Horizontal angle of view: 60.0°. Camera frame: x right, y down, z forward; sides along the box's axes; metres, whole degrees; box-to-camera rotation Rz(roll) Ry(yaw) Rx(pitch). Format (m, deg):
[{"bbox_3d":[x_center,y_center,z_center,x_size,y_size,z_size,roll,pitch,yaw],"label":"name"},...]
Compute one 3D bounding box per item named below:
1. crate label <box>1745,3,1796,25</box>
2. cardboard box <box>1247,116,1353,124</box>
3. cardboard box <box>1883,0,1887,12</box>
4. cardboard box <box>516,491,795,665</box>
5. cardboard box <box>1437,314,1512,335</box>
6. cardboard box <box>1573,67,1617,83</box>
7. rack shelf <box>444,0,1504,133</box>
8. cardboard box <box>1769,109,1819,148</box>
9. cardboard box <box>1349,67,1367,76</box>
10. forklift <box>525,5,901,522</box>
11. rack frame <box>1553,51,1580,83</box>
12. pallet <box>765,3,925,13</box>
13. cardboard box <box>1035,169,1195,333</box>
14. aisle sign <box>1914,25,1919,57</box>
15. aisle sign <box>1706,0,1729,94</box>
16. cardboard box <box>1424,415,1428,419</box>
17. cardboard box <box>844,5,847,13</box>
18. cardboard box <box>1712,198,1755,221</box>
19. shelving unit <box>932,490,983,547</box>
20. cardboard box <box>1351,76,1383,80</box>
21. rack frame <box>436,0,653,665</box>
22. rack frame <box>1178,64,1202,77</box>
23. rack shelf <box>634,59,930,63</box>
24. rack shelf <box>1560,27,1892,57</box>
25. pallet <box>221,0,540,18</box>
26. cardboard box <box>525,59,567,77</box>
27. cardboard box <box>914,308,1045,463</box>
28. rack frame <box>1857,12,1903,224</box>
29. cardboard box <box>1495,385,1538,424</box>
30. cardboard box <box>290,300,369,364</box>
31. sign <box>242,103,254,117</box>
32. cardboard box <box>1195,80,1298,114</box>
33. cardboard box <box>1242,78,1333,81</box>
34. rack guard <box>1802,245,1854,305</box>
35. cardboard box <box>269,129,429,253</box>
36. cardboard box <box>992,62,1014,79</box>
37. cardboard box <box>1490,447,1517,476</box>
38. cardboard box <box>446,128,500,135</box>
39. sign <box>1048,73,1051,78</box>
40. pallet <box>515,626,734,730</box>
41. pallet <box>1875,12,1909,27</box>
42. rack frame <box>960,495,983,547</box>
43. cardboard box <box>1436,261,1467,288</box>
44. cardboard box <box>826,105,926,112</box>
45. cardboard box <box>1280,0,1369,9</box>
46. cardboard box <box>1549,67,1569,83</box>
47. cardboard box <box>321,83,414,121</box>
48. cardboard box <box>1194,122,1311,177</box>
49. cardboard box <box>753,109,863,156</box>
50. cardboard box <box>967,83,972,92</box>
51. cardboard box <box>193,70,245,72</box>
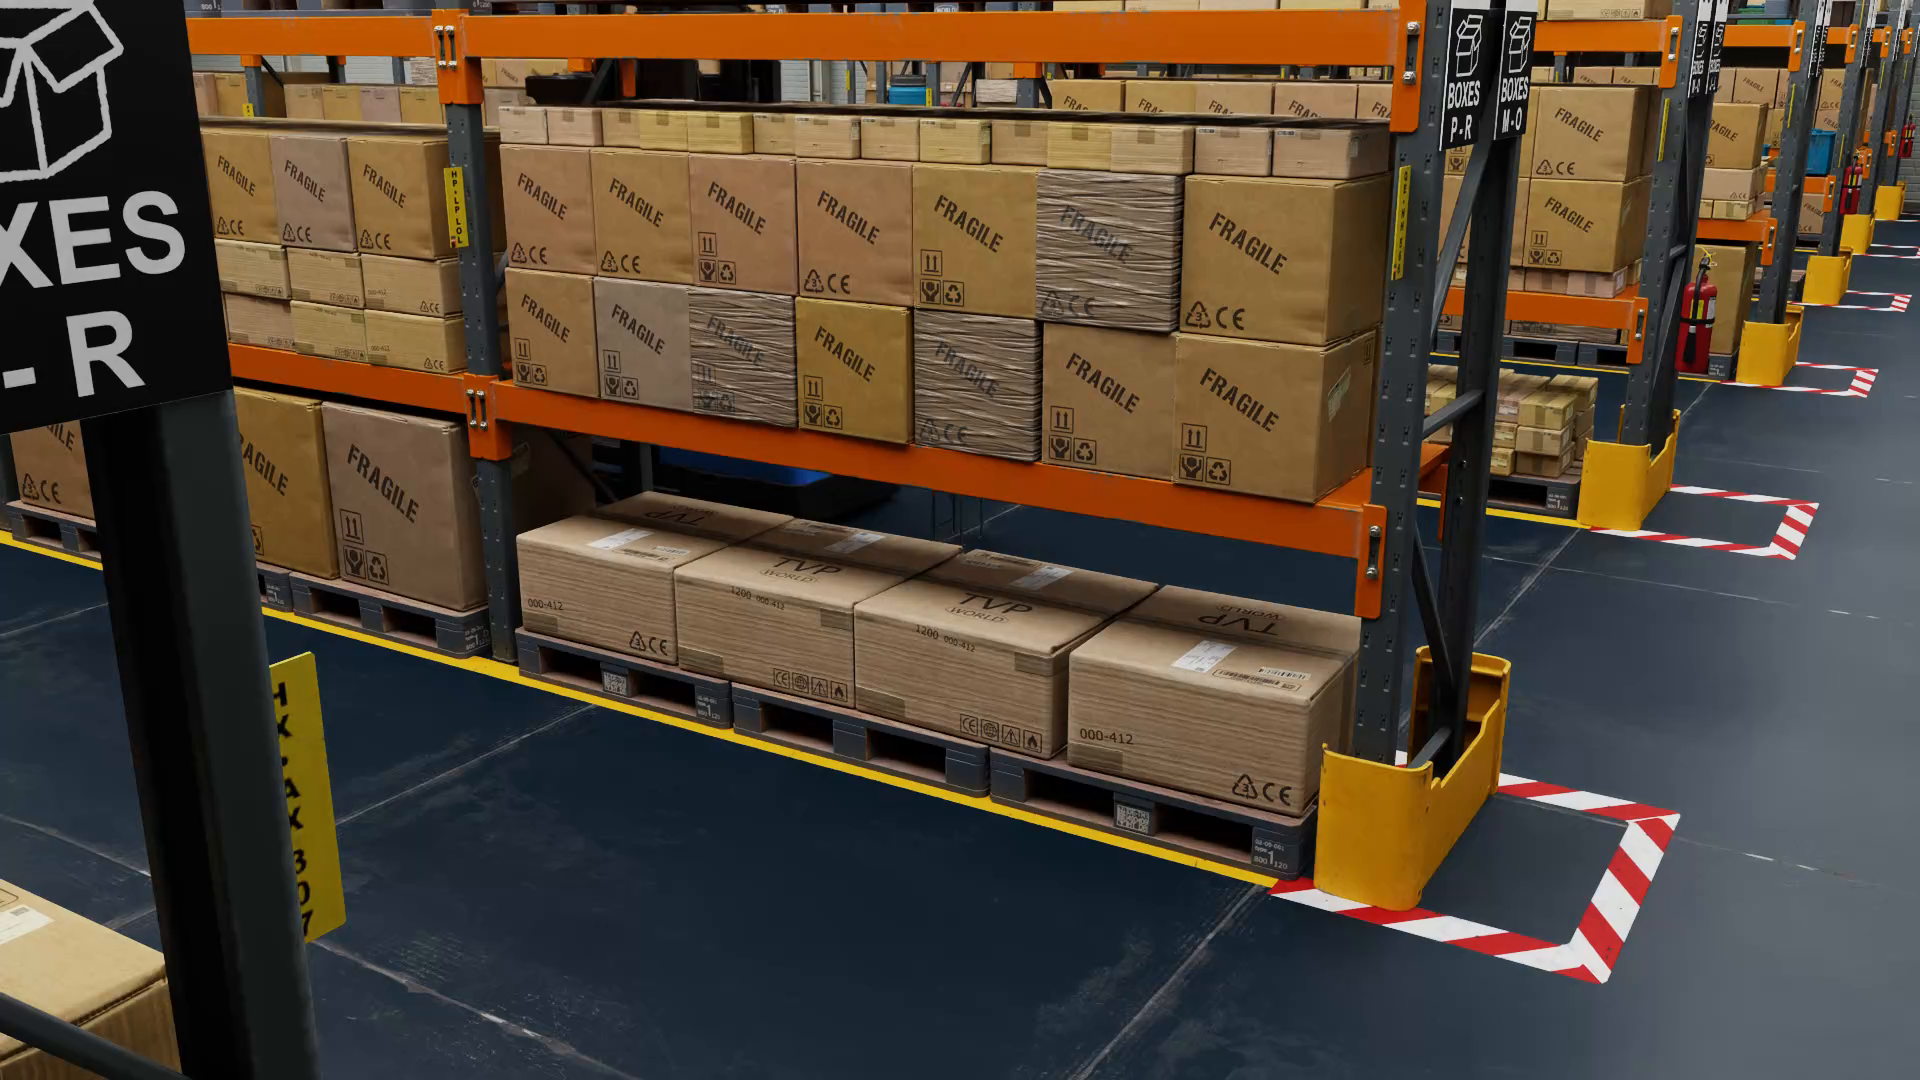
[{"bbox_3d":[8.753,-5.660,17.948,0.502,0.251,0.408,10,20,30],"label":"crate label"},{"bbox_3d":[1.173,-1.376,5.741,0.250,0.149,0.380,11,20,31],"label":"cardboard box"},{"bbox_3d":[14.061,-8.313,25.790,0.500,0.250,0.500,11,20,33],"label":"cardboard box"},{"bbox_3d":[-1.338,0.144,7.431,0.875,0.438,0.875,10,19,29],"label":"cardboard box"},{"bbox_3d":[4.657,-2.384,15.003,0.875,0.875,0.875,10,20,30],"label":"cardboard box"},{"bbox_3d":[8.811,-6.295,23.051,0.500,0.500,0.500,11,20,31],"label":"cardboard box"},{"bbox_3d":[-0.113,-1.790,6.188,4.000,0.370,1.077,10,20,30],"label":"rack shelf"},{"bbox_3d":[10.998,-5.428,21.918,0.500,0.500,0.500,10,20,31],"label":"cardboard box"},{"bbox_3d":[7.146,-8.405,29.845,0.250,0.149,0.380,7,18,21],"label":"cardboard box"},{"bbox_3d":[-1.868,-1.766,10.151,3.031,2.935,1.130,11,20,32],"label":"forklift"},{"bbox_3d":[8.557,-5.910,23.676,0.127,3.000,1.000,10,20,30],"label":"rack frame"},{"bbox_3d":[-0.668,-3.867,12.112,1.003,0.211,1.213,10,20,30],"label":"pallet"},{"bbox_3d":[0.596,-1.007,5.643,0.500,0.500,0.500,10,20,30],"label":"cardboard box"},{"bbox_3d":[14.459,-7.688,25.056,0.004,0.787,0.394,10,20,30],"label":"aisle sign"},{"bbox_3d":[4.315,-2.943,9.435,0.004,0.787,0.394,10,20,30],"label":"aisle sign"},{"bbox_3d":[2.878,-0.769,10.424,0.250,0.149,0.380,10,19,29],"label":"cardboard box"},{"bbox_3d":[-1.002,-5.513,17.466,0.500,0.250,0.500,10,20,30],"label":"cardboard box"},{"bbox_3d":[6.302,-2.701,13.545,0.250,0.149,0.380,11,20,31],"label":"cardboard box"},{"bbox_3d":[-0.012,-0.576,9.214,0.189,1.200,0.258,10,20,30],"label":"shelving unit"},{"bbox_3d":[7.332,-8.073,29.869,0.500,0.500,0.700,8,18,24],"label":"cardboard box"},{"bbox_3d":[-1.817,-1.003,7.521,0.127,3.000,1.000,10,20,30],"label":"rack frame"},{"bbox_3d":[4.329,-8.354,31.723,0.127,3.000,1.000,10,20,30],"label":"rack frame"},{"bbox_3d":[-1.743,-5.461,18.274,4.000,0.370,1.077,10,20,30],"label":"rack shelf"},{"bbox_3d":[10.261,-6.697,22.343,4.000,0.370,1.077,10,20,30],"label":"rack shelf"},{"bbox_3d":[-2.624,-2.474,7.532,1.217,0.209,0.805,9,19,28],"label":"pallet"},{"bbox_3d":[-4.827,-5.495,19.906,0.500,0.500,0.500,10,20,30],"label":"cardboard box"},{"bbox_3d":[0.179,-0.606,6.043,0.500,0.500,0.500,11,20,32],"label":"cardboard box"},{"bbox_3d":[11.966,-5.302,21.673,0.127,3.000,1.000,10,20,30],"label":"rack frame"},{"bbox_3d":[3.328,-0.827,10.103,0.250,0.149,0.380,11,20,31],"label":"cardboard box"},{"bbox_3d":[-2.764,-1.014,7.818,0.500,0.250,0.500,10,19,29],"label":"cardboard box"},{"bbox_3d":[-6.418,-3.775,15.023,0.005,0.325,0.100,10,20,30],"label":"sign"},{"bbox_3d":[1.808,-2.624,10.455,0.500,0.500,0.500,10,20,31],"label":"cardboard box"},{"bbox_3d":[2.102,-2.749,10.867,0.500,0.500,0.500,11,20,31],"label":"cardboard box"},{"bbox_3d":[9.397,-2.879,17.998,0.348,0.500,1.175,10,20,30],"label":"rack guard"},{"bbox_3d":[-2.774,-1.612,7.633,0.500,0.500,0.500,11,20,31],"label":"cardboard box"},{"bbox_3d":[0.927,-7.938,27.948,0.500,0.500,0.700,10,20,30],"label":"cardboard box"},{"bbox_3d":[3.266,-0.515,10.098,0.250,0.149,0.380,11,20,32],"label":"cardboard box"},{"bbox_3d":[-2.041,-1.667,7.816,0.500,0.500,0.500,10,20,31],"label":"cardboard box"},{"bbox_3d":[1.451,-7.441,27.092,0.005,0.325,0.100,10,20,30],"label":"sign"},{"bbox_3d":[-1.210,0.467,7.482,1.213,0.211,1.003,10,20,30],"label":"pallet"},{"bbox_3d":[13.917,-8.032,25.654,1.213,0.211,1.003,10,20,30],"label":"pallet"},{"bbox_3d":[0.066,-0.562,9.168,0.006,1.200,0.240,10,20,30],"label":"rack frame"},{"bbox_3d":[3.027,-1.610,9.951,0.250,0.149,0.380,11,20,32],"label":"cardboard box"},{"bbox_3d":[-0.332,-1.661,6.681,0.250,0.149,0.380,10,19,29],"label":"cardboard box"},{"bbox_3d":[2.252,-3.233,9.962,0.500,0.250,0.500,11,20,33],"label":"cardboard box"},{"bbox_3d":[10.184,-7.784,27.837,0.500,0.250,0.500,11,20,31],"label":"cardboard box"},{"bbox_3d":[-5.264,-3.835,14.954,0.500,0.500,0.700,10,19,29],"label":"cardboard box"},{"bbox_3d":[0.952,-1.269,5.388,0.250,0.149,0.380,11,20,31],"label":"cardboard box"},{"bbox_3d":[-0.569,-1.545,6.299,0.250,0.149,0.380,10,20,30],"label":"cardboard box"},{"bbox_3d":[0.315,-7.667,28.172,0.250,0.149,0.380,11,20,32],"label":"cardboard box"},{"bbox_3d":[-7.343,-4.285,16.211,0.550,0.550,0.875,10,20,30],"label":"cardboard box"}]
